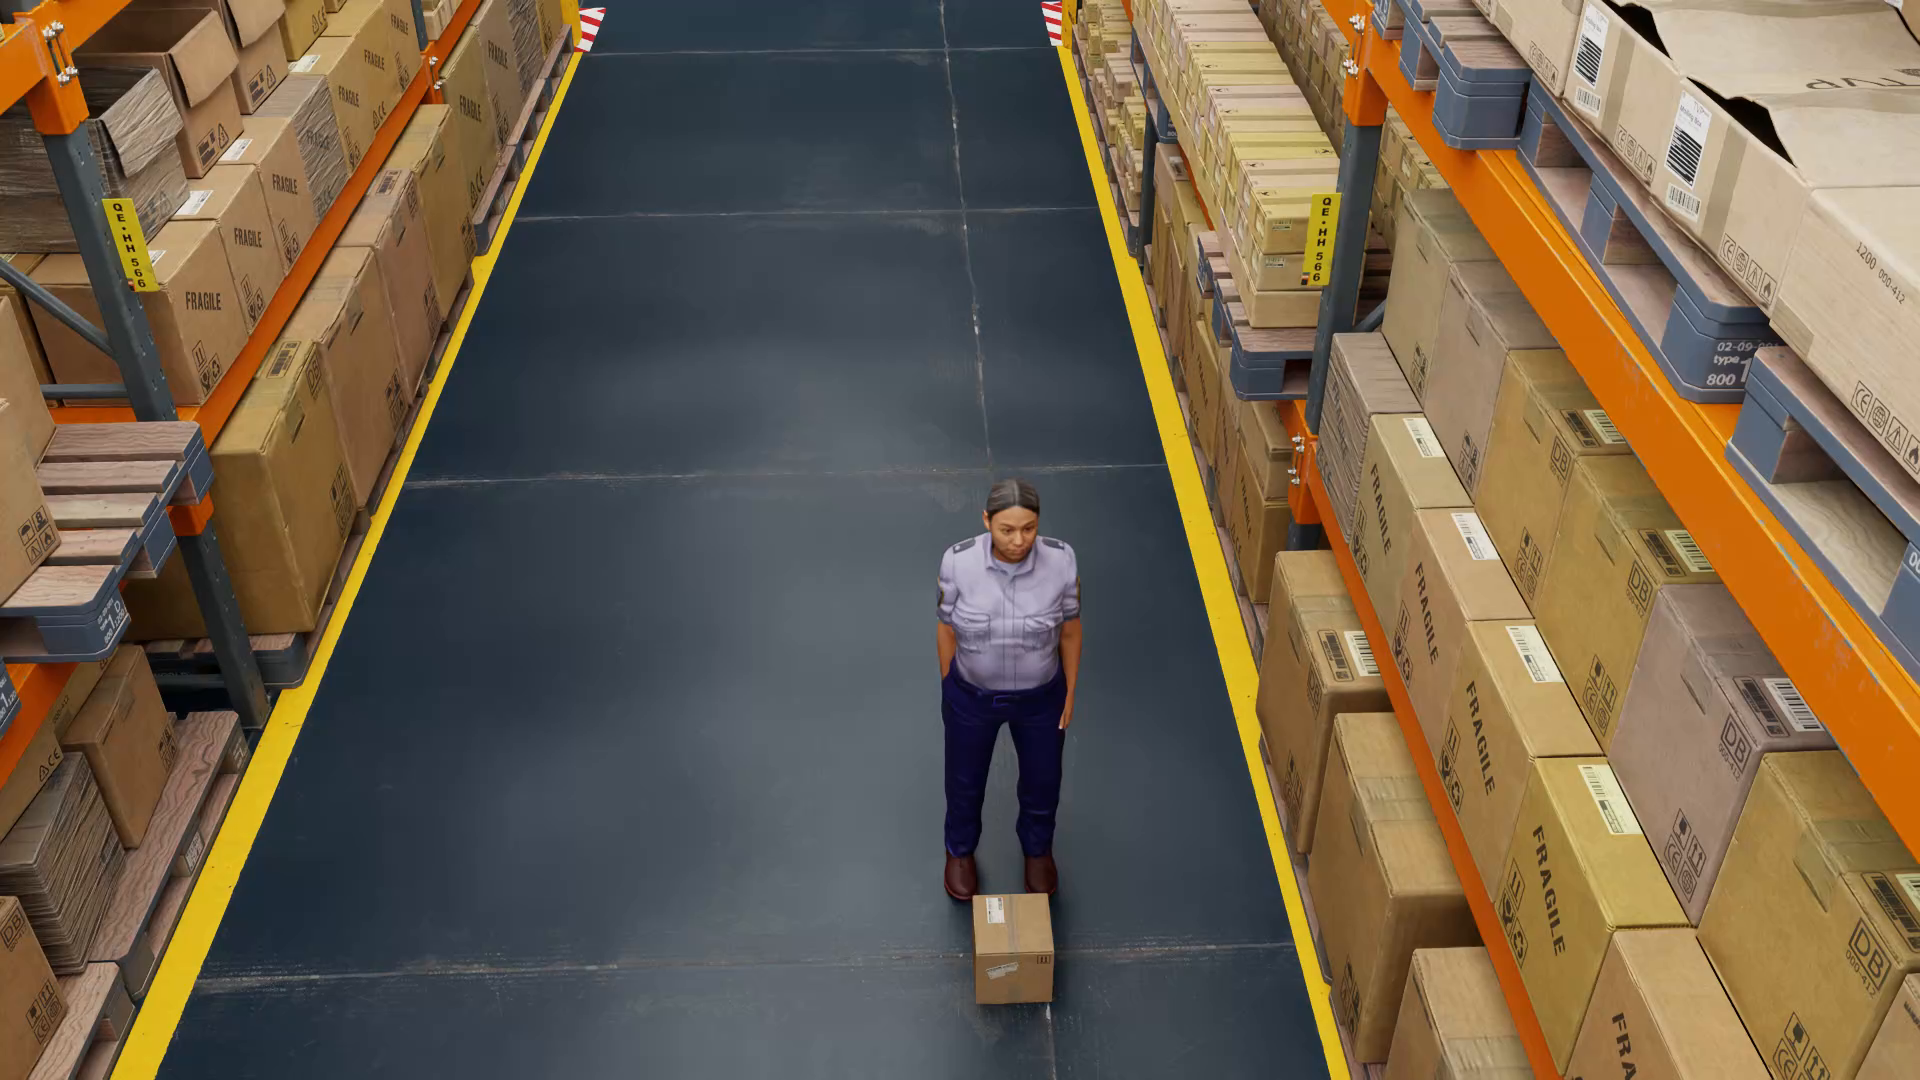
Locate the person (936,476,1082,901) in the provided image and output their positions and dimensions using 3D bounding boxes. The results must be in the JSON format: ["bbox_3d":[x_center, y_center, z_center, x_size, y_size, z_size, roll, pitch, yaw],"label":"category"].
[{"bbox_3d":[0.161,0.508,5.450,0.468,1.645,0.342,-1,35,-1],"label":"person"}]
